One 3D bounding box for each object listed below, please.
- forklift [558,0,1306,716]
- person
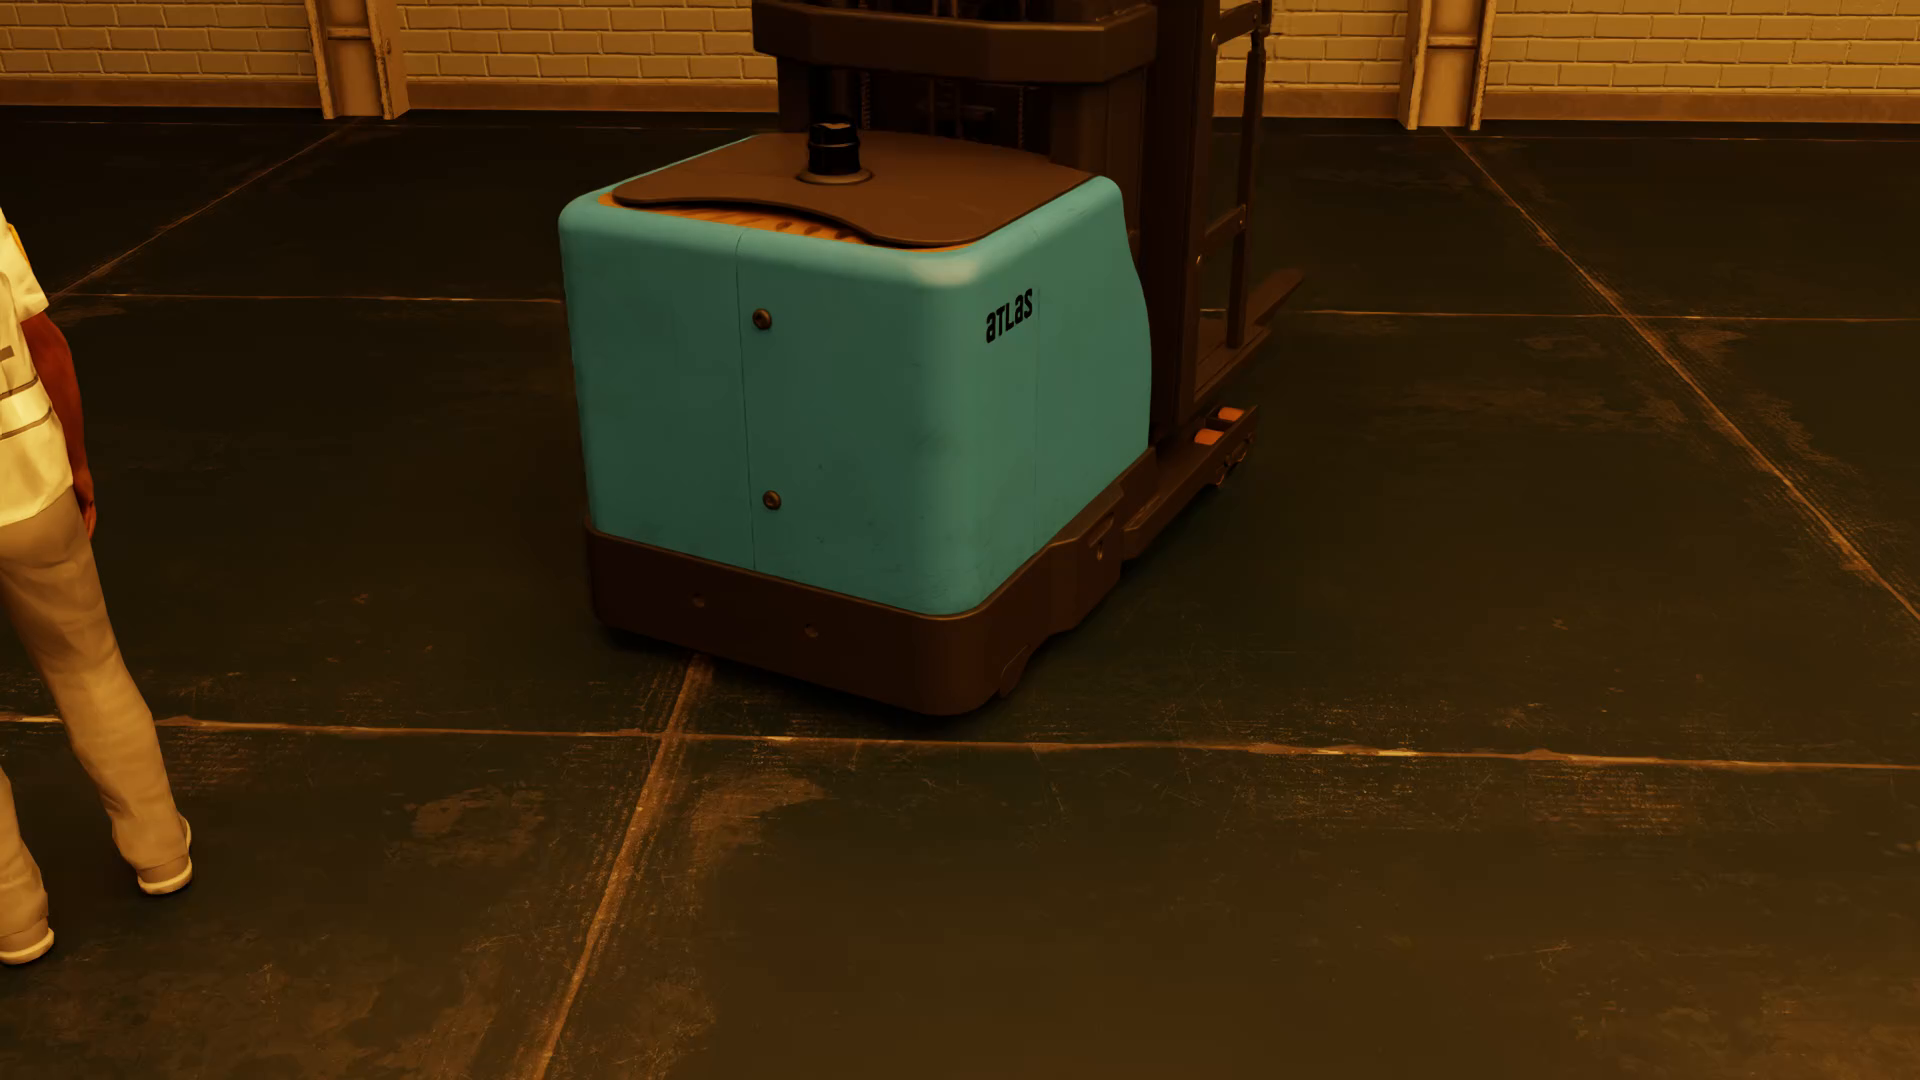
[{"bbox_3d":[0.242,-1.554,4.359,1.130,2.935,3.031,13,29,24],"label":"forklift"},{"bbox_3d":[-1.675,-0.054,2.759,0.387,1.658,0.530,22,34,37],"label":"person"}]
